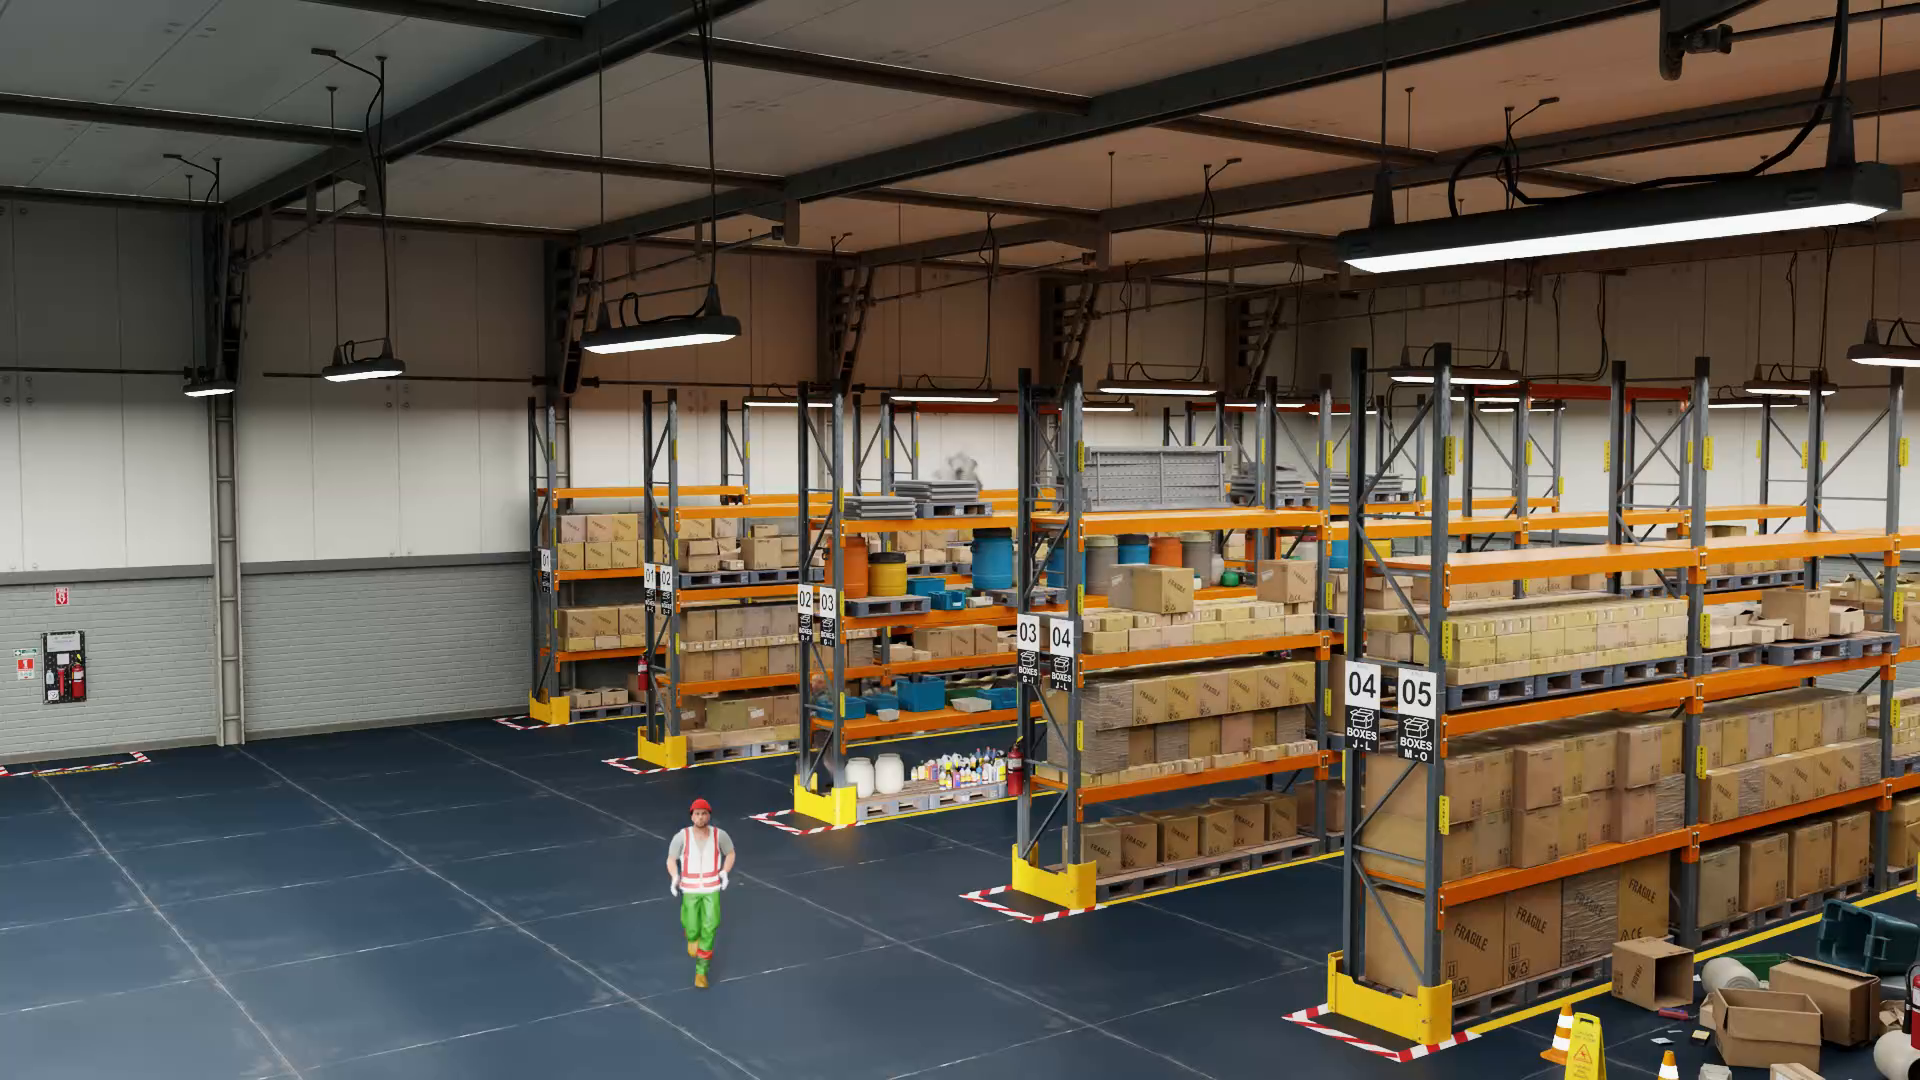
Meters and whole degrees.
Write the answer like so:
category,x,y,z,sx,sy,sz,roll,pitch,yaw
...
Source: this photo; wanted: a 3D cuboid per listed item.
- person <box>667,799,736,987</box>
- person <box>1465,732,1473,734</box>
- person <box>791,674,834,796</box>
category,x,y,z,sx,sy,sz,roll,pitch,yaw
person,-2.478,3.350,15.982,0.656,1.749,0.704,-1,3,-10
person,6.064,3.143,19.655,0.902,1.762,0.641,-3,4,-40
person,-2.113,2.852,24.462,0.801,1.777,0.635,-3,5,-44
